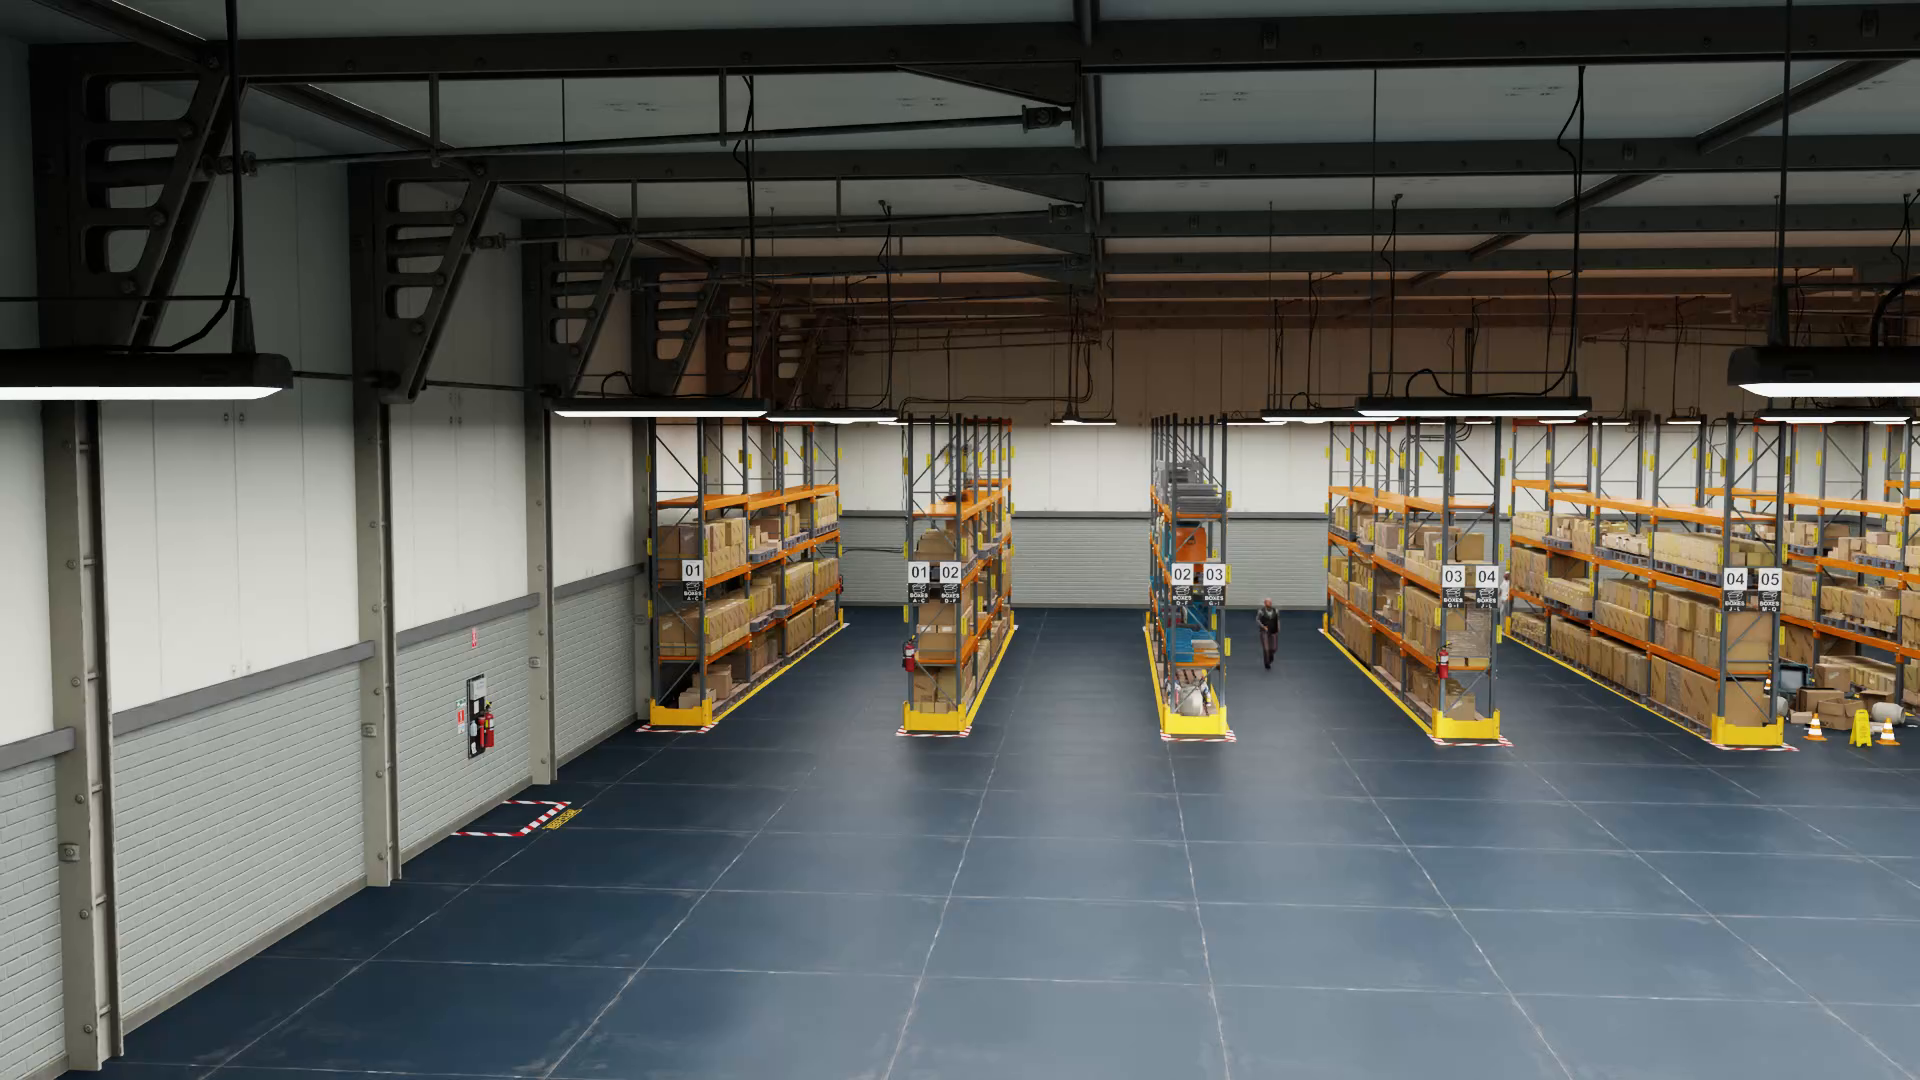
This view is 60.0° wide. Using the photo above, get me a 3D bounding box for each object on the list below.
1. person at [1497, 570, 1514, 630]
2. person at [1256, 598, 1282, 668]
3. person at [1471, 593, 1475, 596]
[{"bbox_3d":[15.532,1.705,47.157,0.705,1.753,0.736,-1,4,-14],"label":"person"},{"bbox_3d":[7.375,2.221,39.572,0.652,1.680,0.567,0,4,-3],"label":"person"},{"bbox_3d":[13.978,1.762,46.296,0.697,1.738,0.722,1,4,16],"label":"person"}]
